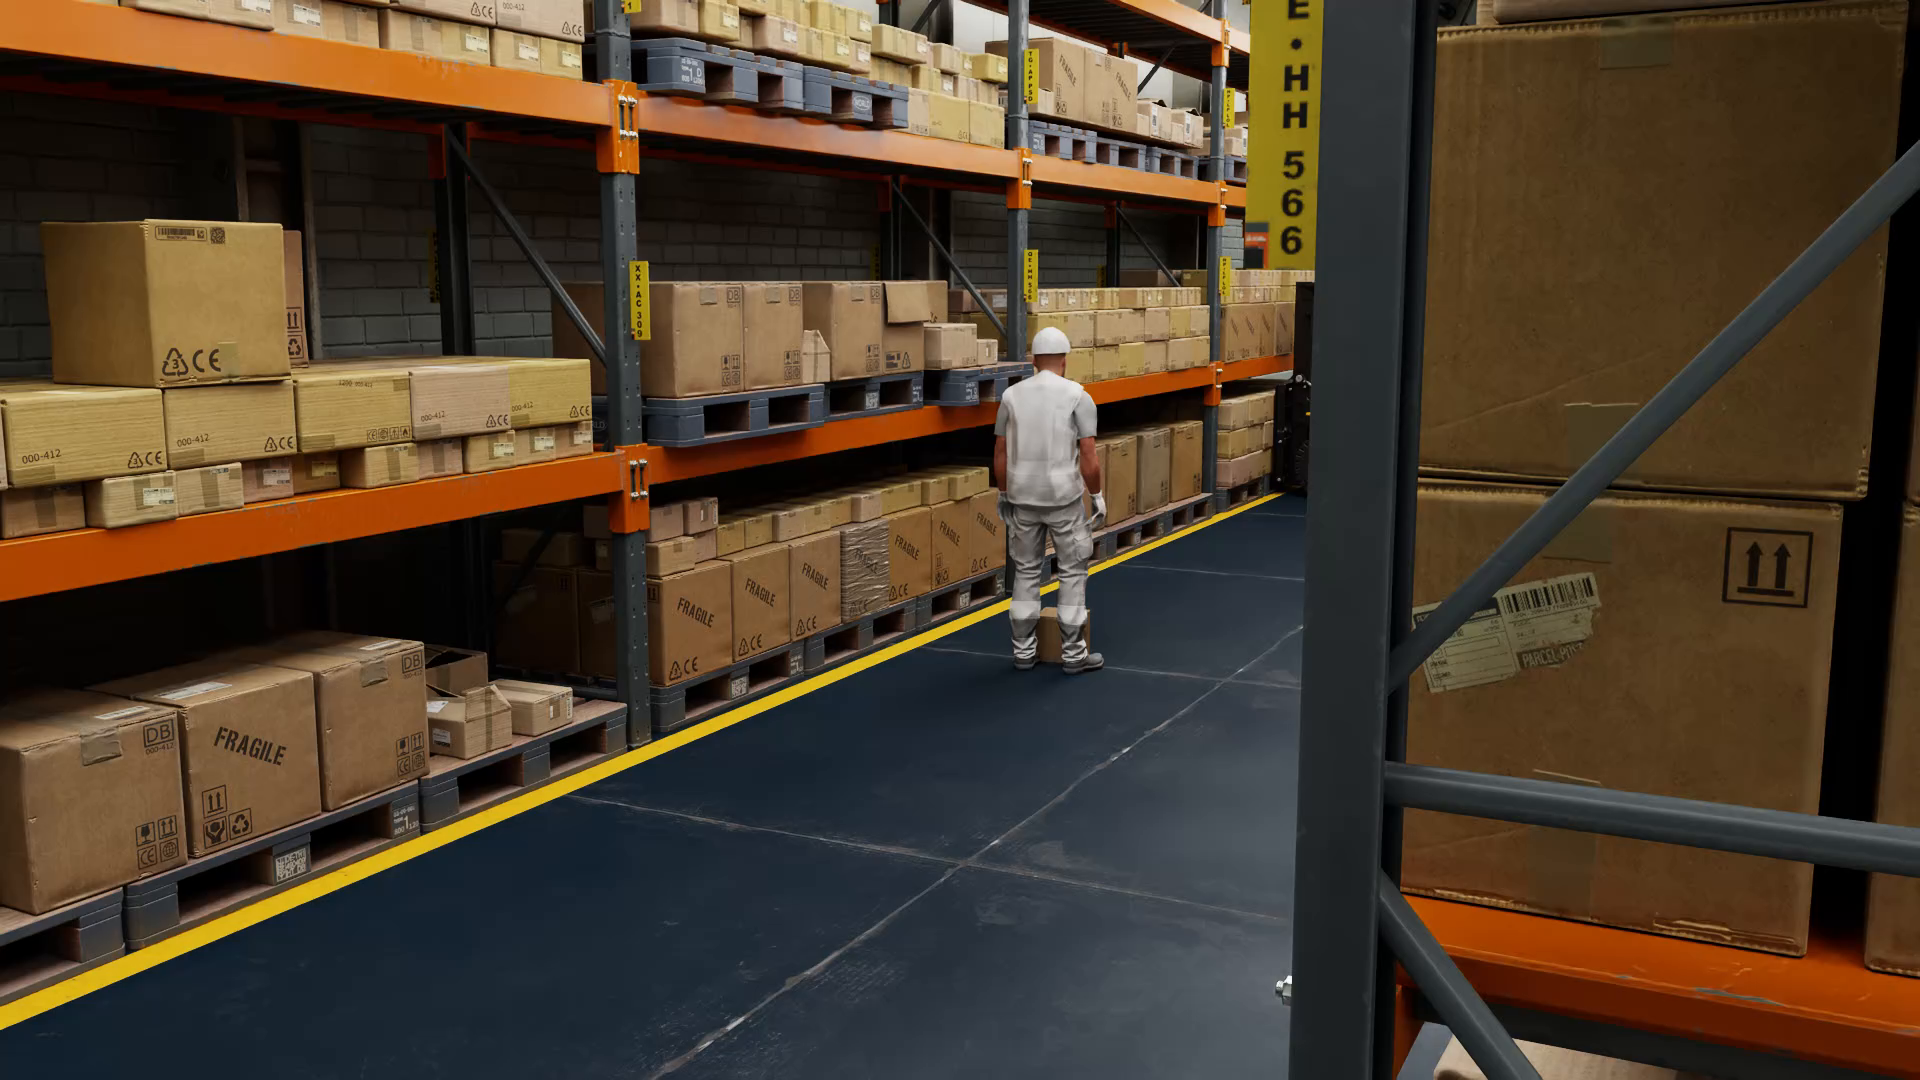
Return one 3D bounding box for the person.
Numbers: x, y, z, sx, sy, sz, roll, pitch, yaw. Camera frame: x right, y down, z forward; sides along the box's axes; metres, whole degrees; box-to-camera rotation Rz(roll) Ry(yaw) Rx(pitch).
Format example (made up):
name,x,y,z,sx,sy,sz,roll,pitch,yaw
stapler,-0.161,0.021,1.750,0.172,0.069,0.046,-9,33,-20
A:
name,x,y,z,sx,sy,sz,roll,pitch,yaw
person,0.466,-0.206,8.623,0.604,1.778,0.450,4,10,23
